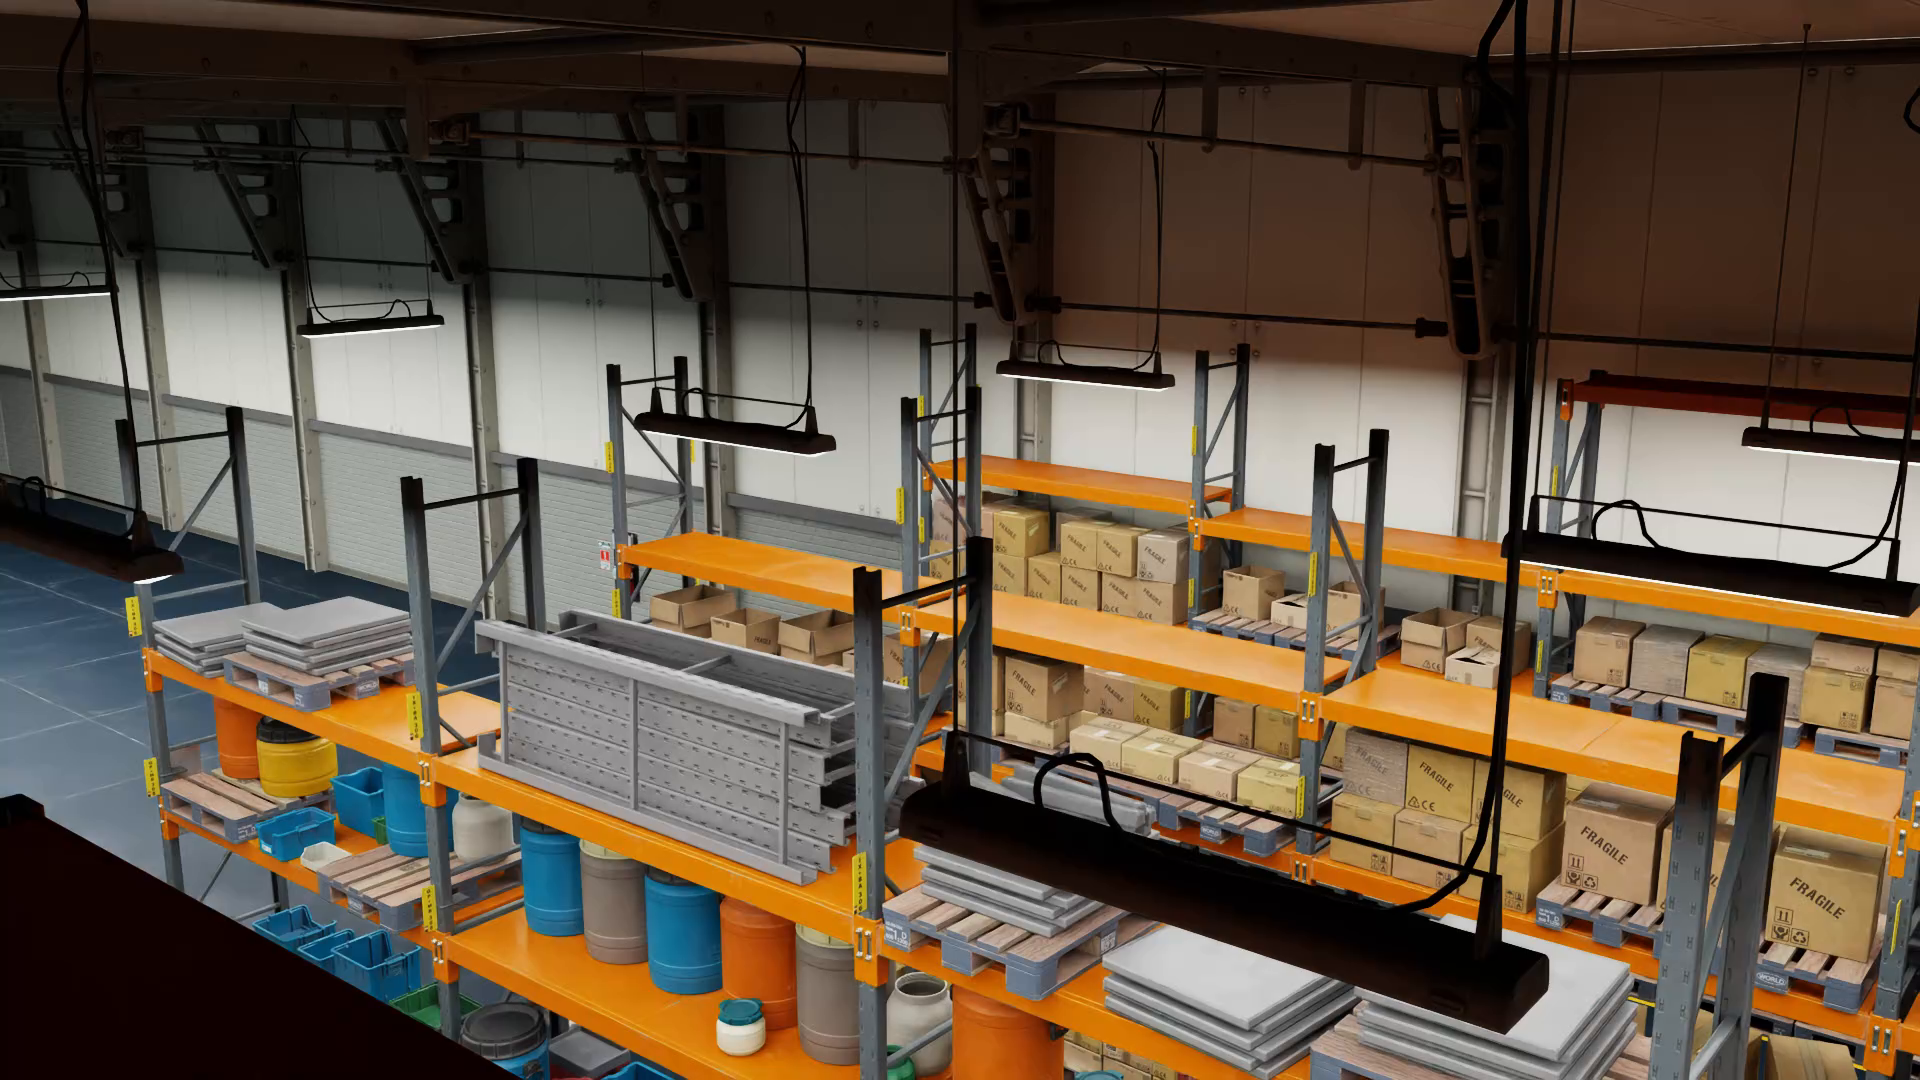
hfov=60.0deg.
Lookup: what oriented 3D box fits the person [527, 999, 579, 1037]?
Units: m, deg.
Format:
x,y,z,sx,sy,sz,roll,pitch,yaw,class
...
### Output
x,y,z,sx,sy,sz,roll,pitch,yaw,class
-3.418,4.066,14.289,1.085,1.707,0.568,11,17,40,person
